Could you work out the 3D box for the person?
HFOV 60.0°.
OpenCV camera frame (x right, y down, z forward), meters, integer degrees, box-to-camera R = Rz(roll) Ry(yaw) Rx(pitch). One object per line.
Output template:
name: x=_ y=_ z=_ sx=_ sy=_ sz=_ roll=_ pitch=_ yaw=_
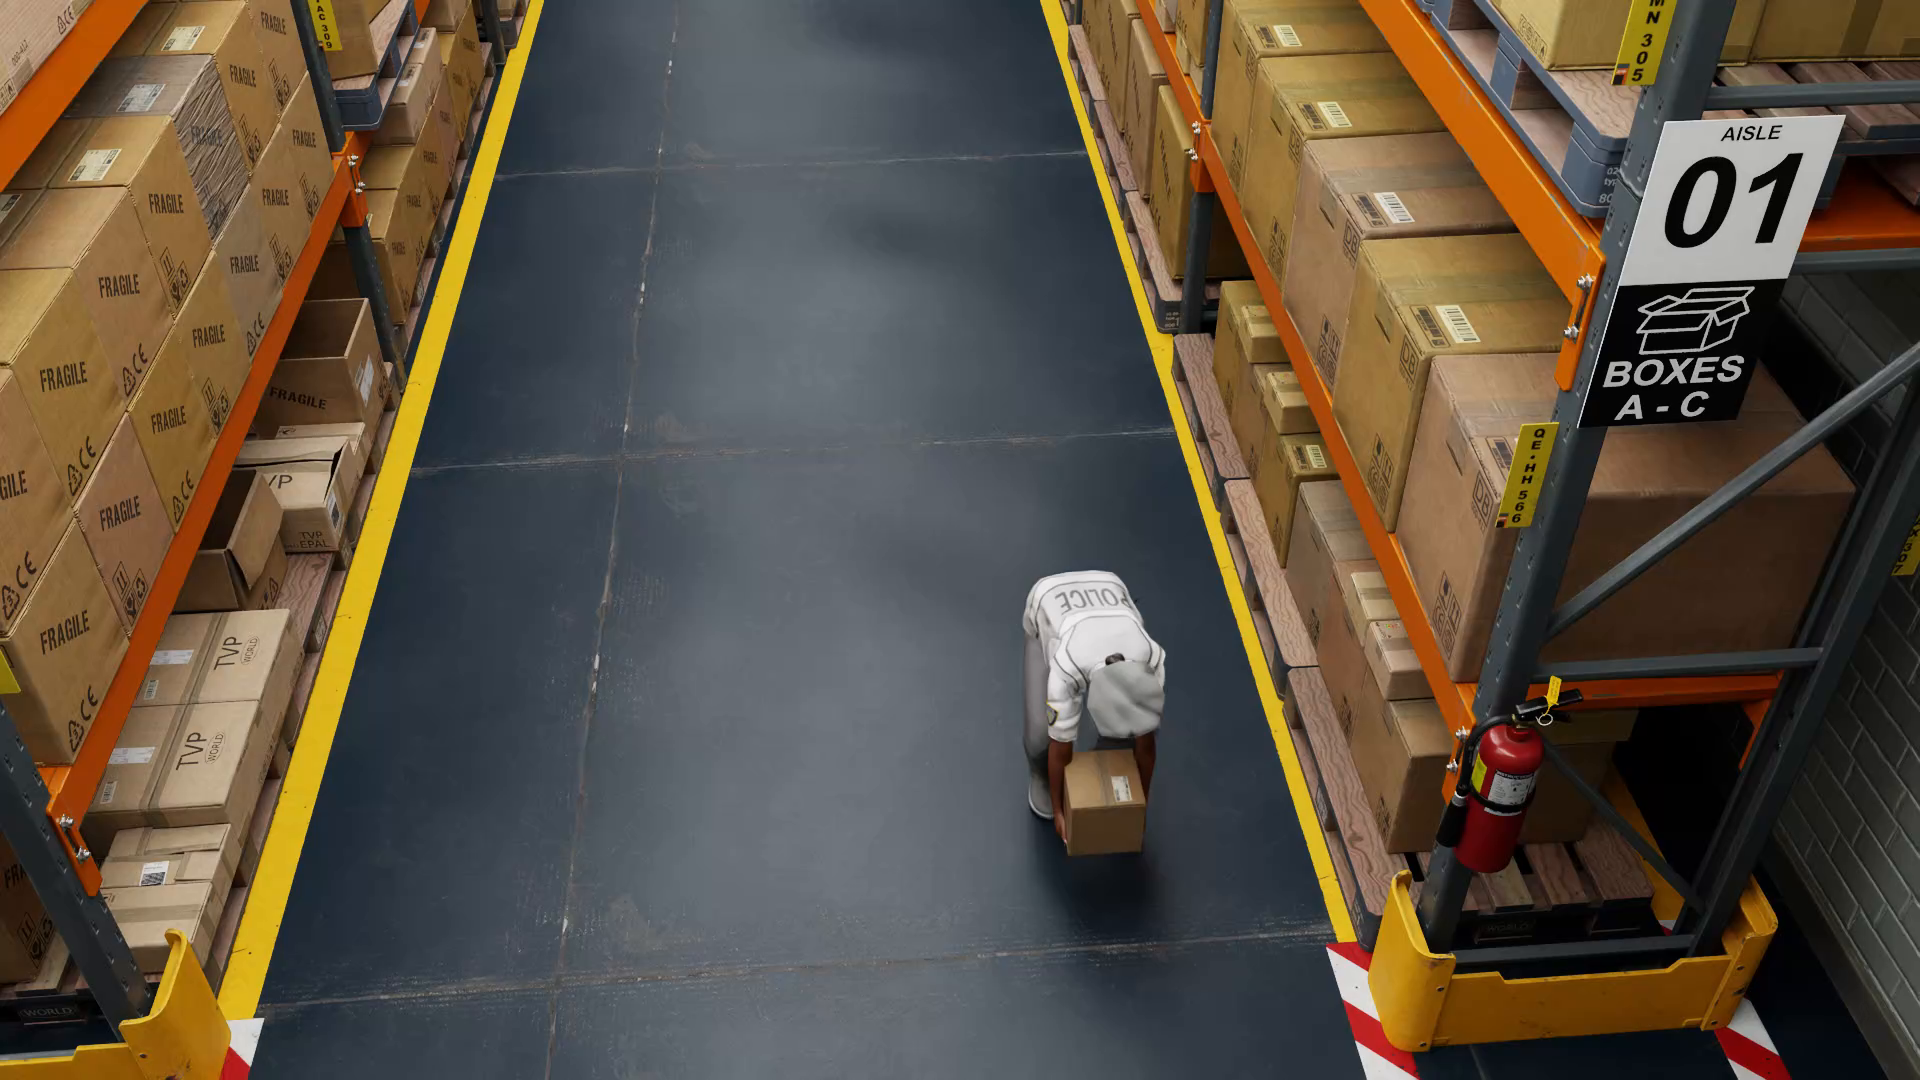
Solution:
person: x=0.459 y=0.639 z=5.807 sx=0.439 sy=1.120 sz=0.929 roll=-5 pitch=40 yaw=-6
